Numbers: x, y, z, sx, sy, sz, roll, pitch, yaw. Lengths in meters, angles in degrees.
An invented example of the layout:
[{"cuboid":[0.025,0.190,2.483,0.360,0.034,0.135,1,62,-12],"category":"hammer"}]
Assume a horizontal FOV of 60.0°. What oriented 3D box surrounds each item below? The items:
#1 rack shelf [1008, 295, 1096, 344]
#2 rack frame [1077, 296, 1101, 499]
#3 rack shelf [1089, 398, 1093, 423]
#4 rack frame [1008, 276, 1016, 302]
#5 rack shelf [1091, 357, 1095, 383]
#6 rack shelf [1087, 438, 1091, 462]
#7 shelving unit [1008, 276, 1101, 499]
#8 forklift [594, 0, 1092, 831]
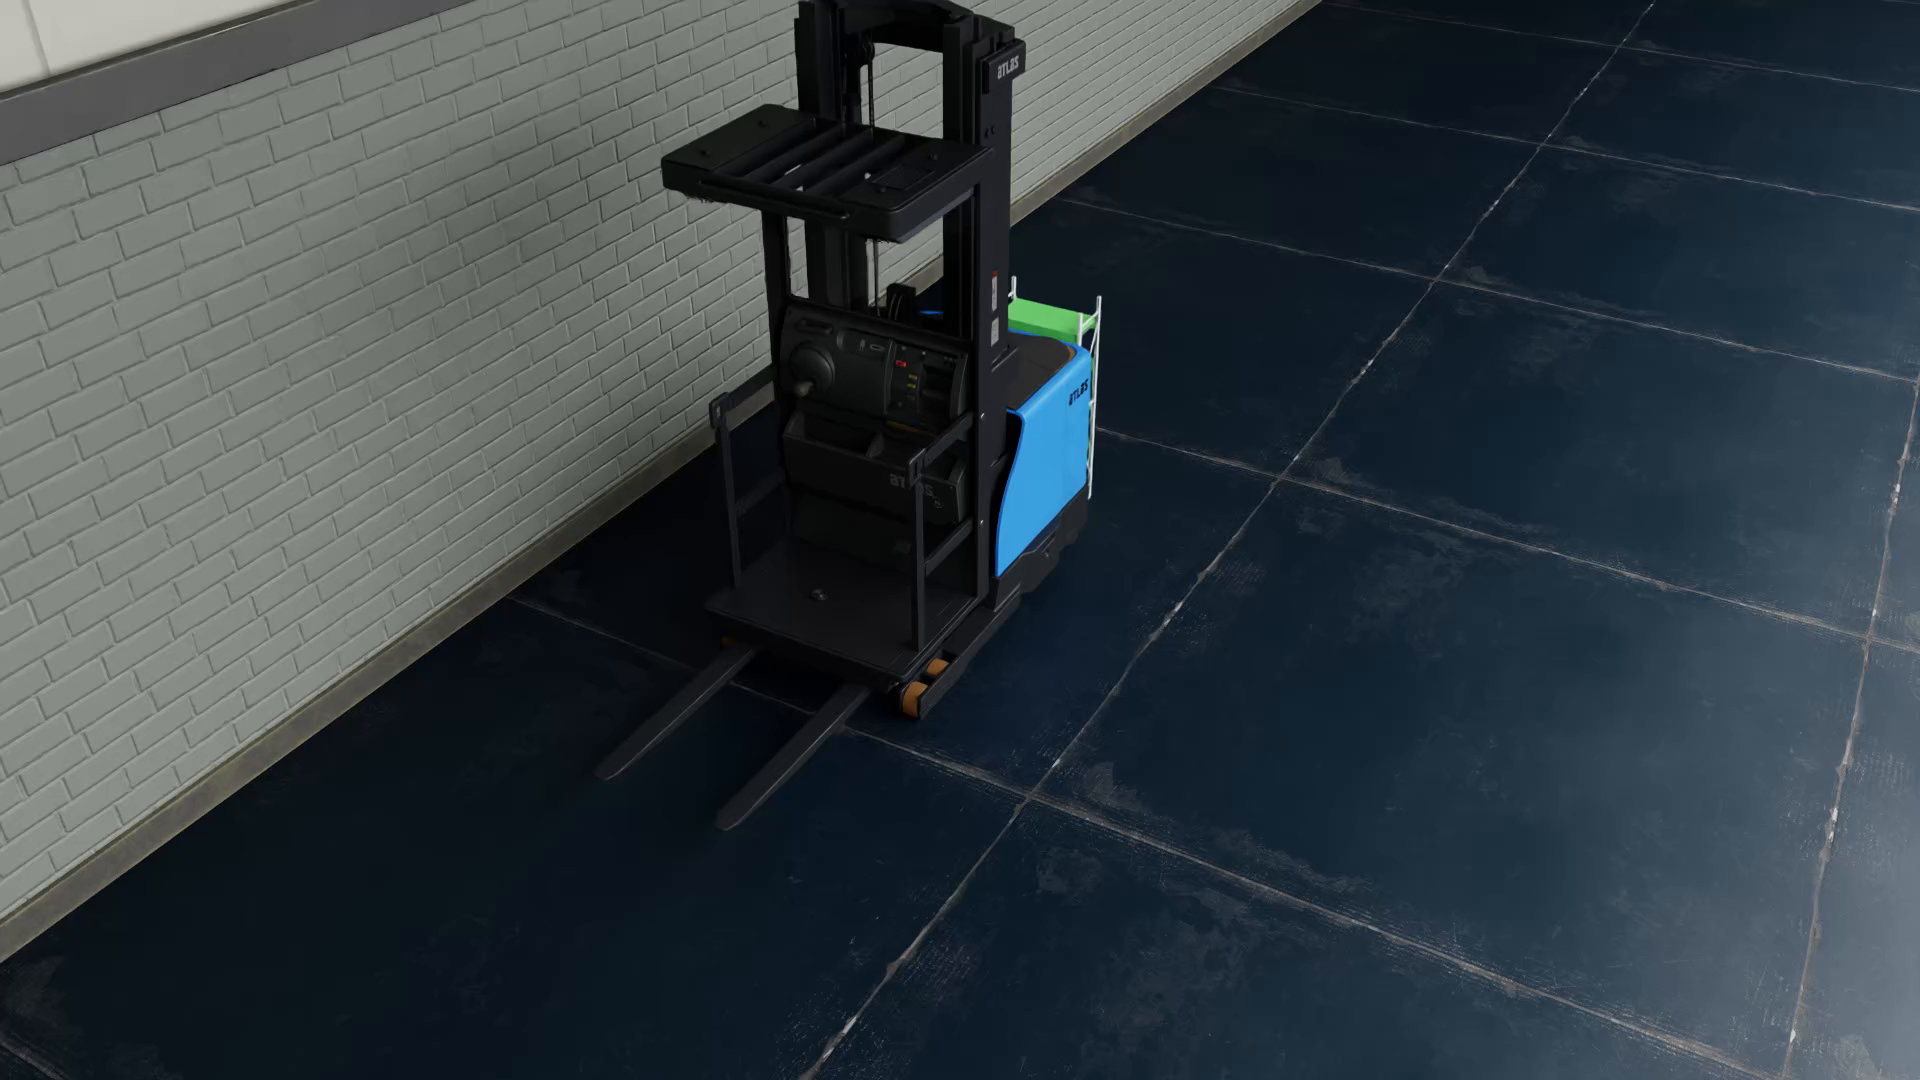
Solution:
[{"cuboid":[0.439,-1.095,8.561,0.480,0.148,0.258,17,37,24],"category":"rack shelf"},{"cuboid":[0.652,-0.683,8.693,0.015,1.200,0.240,17,37,24],"category":"rack frame"},{"cuboid":[0.439,-0.696,8.827,0.480,0.148,0.258,17,37,24],"category":"rack shelf"},{"cuboid":[0.226,-0.815,8.891,0.015,1.200,0.240,17,37,24],"category":"rack frame"},{"cuboid":[0.439,-0.895,8.694,0.480,0.148,0.258,17,37,24],"category":"rack shelf"},{"cuboid":[0.439,-0.496,8.960,0.480,0.148,0.258,17,37,24],"category":"rack shelf"},{"cuboid":[0.439,-0.749,8.792,0.503,1.200,0.258,17,37,24],"category":"shelving unit"},{"cuboid":[-0.488,-0.700,7.157,1.130,2.935,3.031,17,37,24],"category":"forklift"}]
